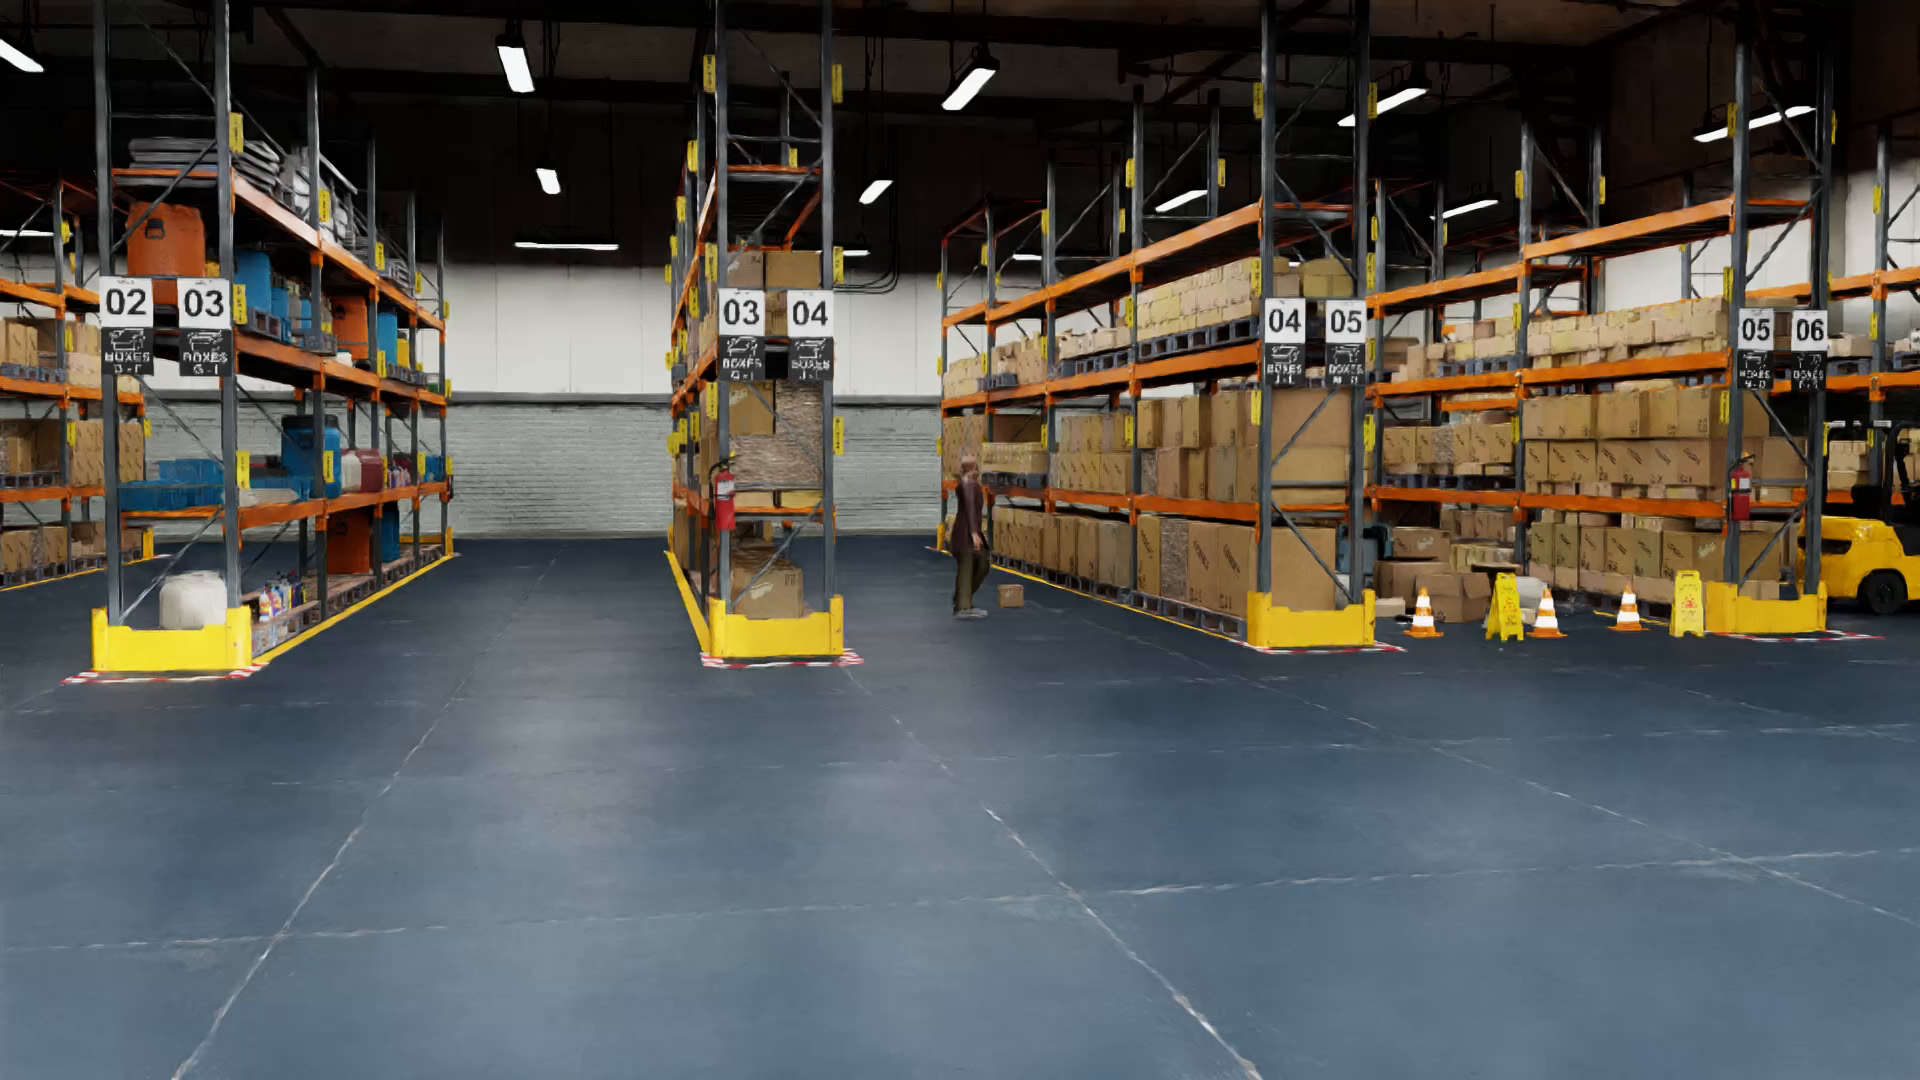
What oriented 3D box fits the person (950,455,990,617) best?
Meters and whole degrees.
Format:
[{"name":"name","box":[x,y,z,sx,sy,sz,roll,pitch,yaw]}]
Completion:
[{"name":"person","box":[0.096,-0.051,18.091,0.464,1.749,0.666,0,3,6]}]
